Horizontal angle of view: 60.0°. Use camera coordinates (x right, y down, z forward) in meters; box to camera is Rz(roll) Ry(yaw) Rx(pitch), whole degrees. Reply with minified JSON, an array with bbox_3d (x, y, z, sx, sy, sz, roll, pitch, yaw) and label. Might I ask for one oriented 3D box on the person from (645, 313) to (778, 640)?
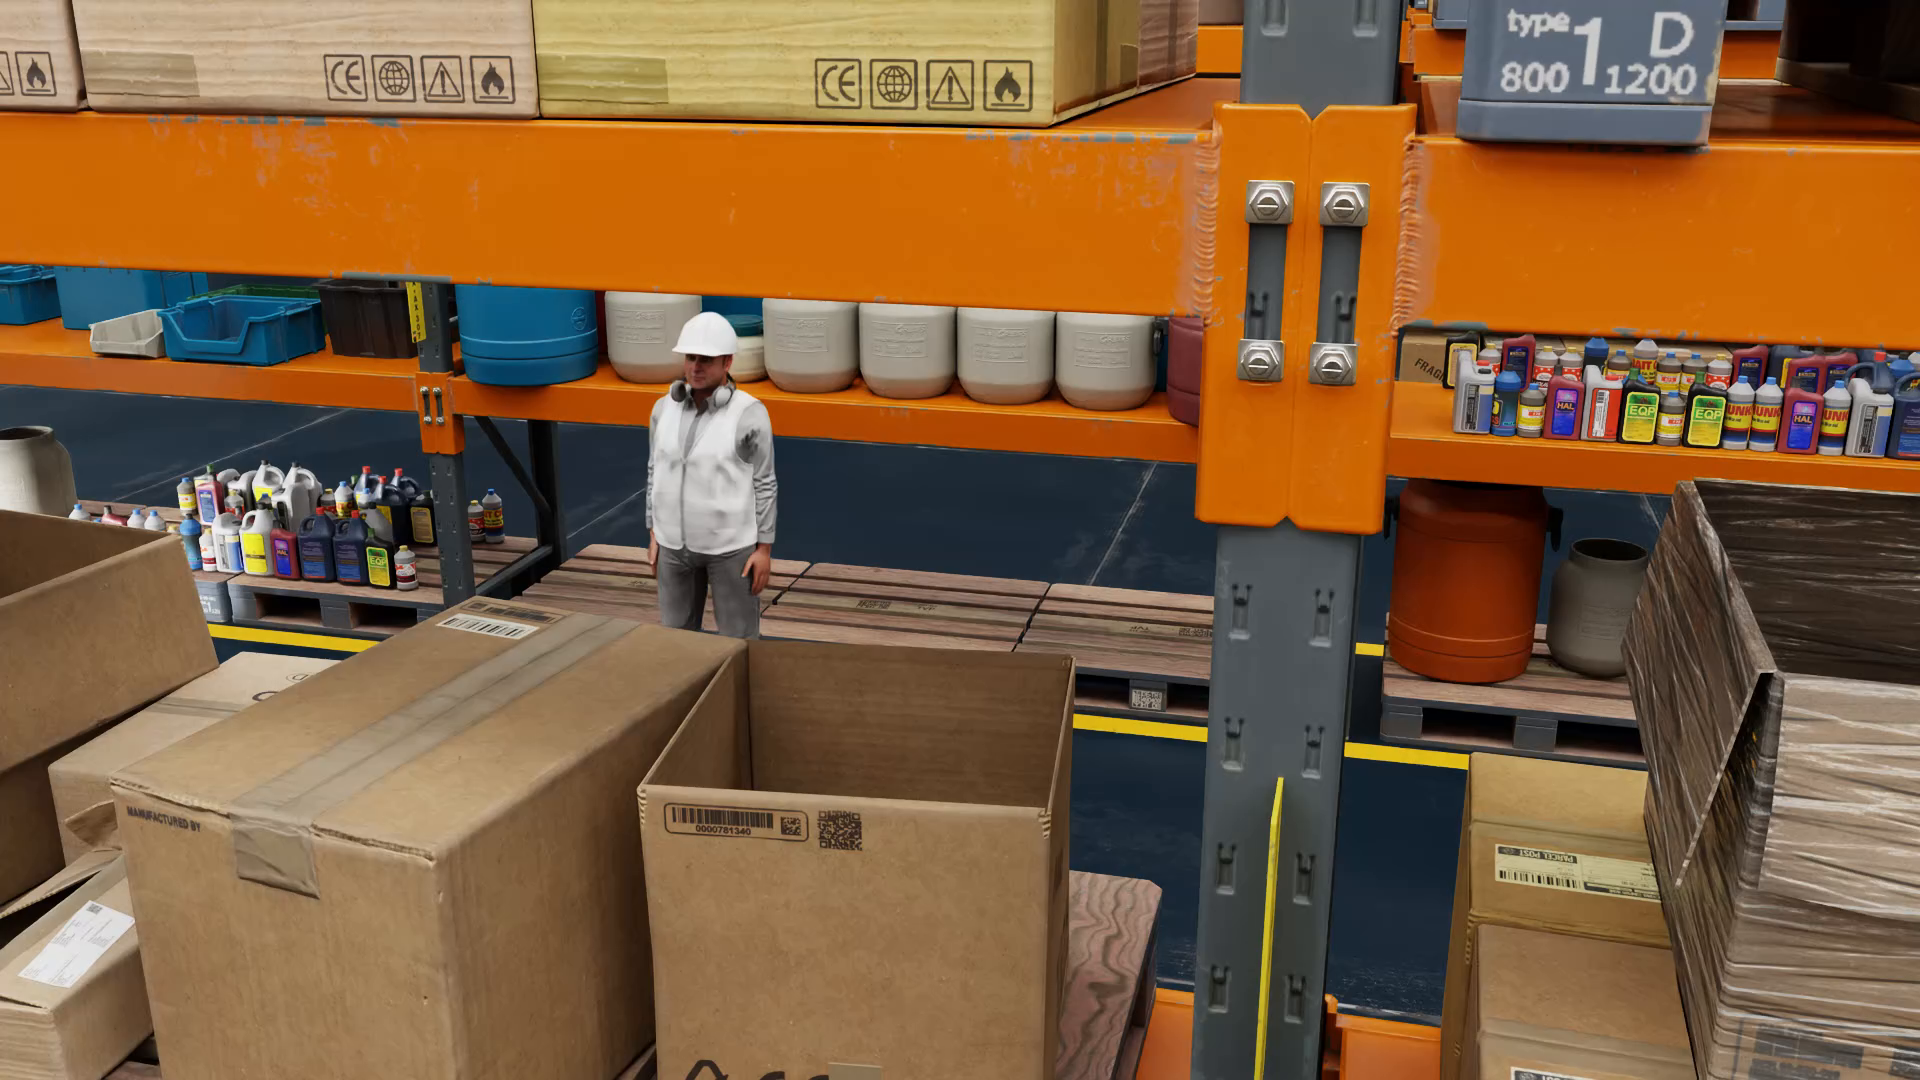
[{"bbox_3d":[-0.992,0.018,6.465,0.587,1.805,0.354,8,20,22],"label":"person"}]
